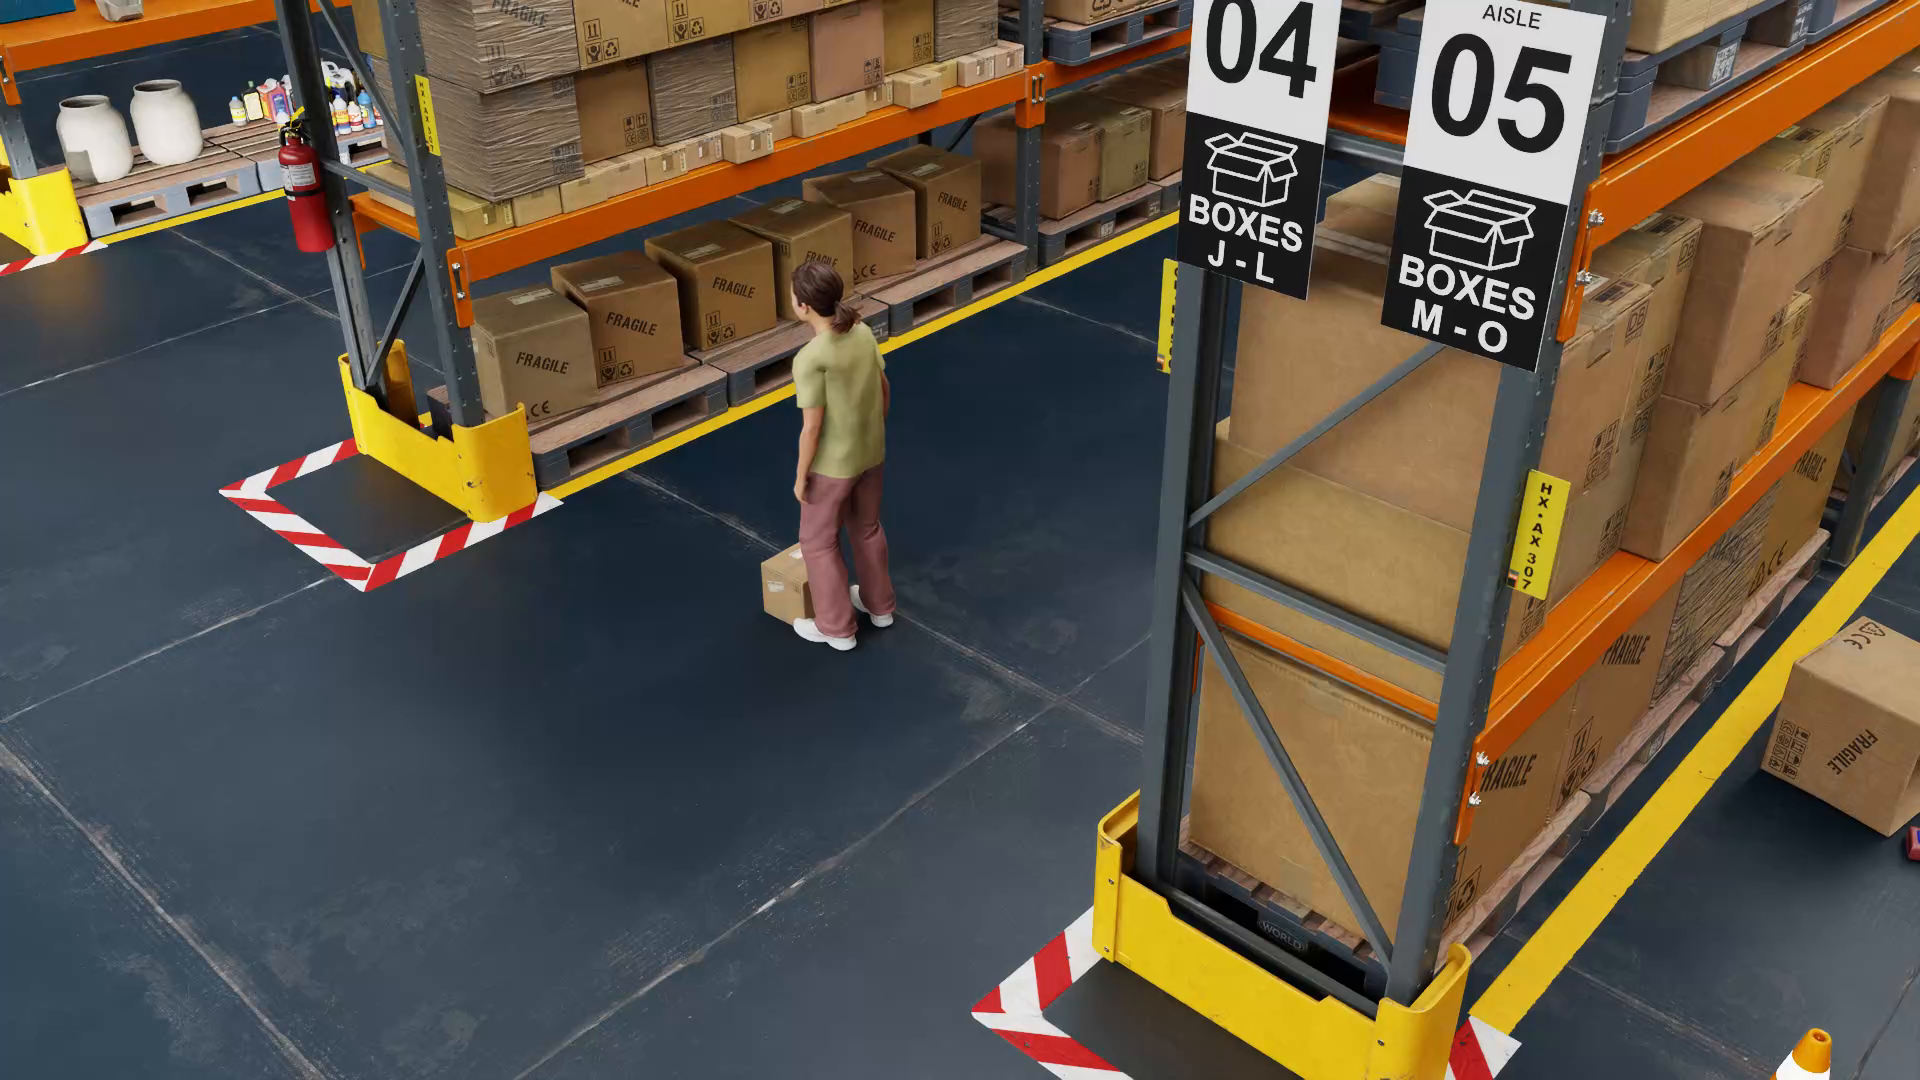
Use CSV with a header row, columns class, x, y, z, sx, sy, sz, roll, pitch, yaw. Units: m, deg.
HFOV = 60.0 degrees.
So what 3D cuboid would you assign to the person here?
class,x,y,z,sx,sy,sz,roll,pitch,yaw
person,-0.490,-0.325,6.668,0.368,1.671,0.520,23,38,32
